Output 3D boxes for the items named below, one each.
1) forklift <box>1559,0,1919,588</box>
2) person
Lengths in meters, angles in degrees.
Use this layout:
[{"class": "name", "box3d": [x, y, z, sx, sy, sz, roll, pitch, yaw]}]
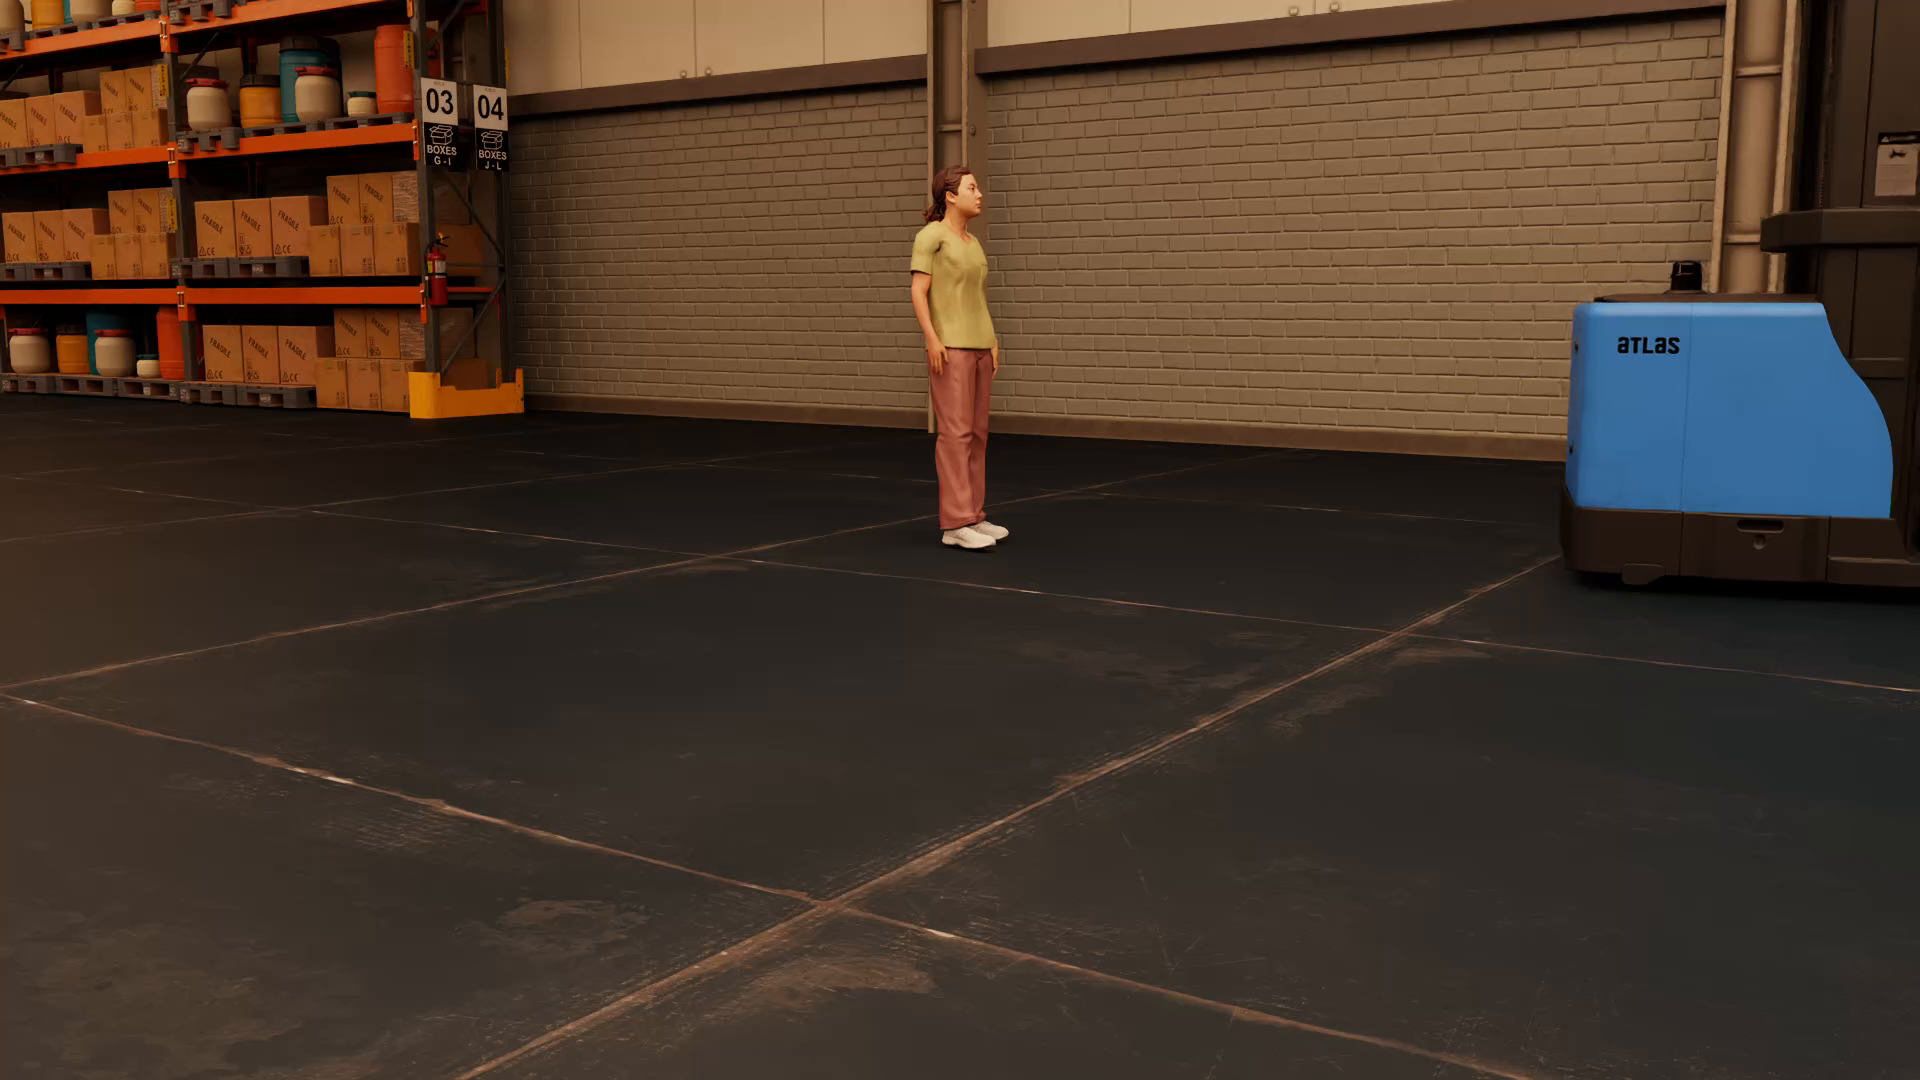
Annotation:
[{"class": "forklift", "box3d": [3.899, -1.269, 6.116, 3.031, 2.935, 1.130, 3, 8, 17]}, {"class": "person", "box3d": [0.054, -0.830, 7.434, 0.549, 1.675, 0.553, 5, 10, 34]}]
